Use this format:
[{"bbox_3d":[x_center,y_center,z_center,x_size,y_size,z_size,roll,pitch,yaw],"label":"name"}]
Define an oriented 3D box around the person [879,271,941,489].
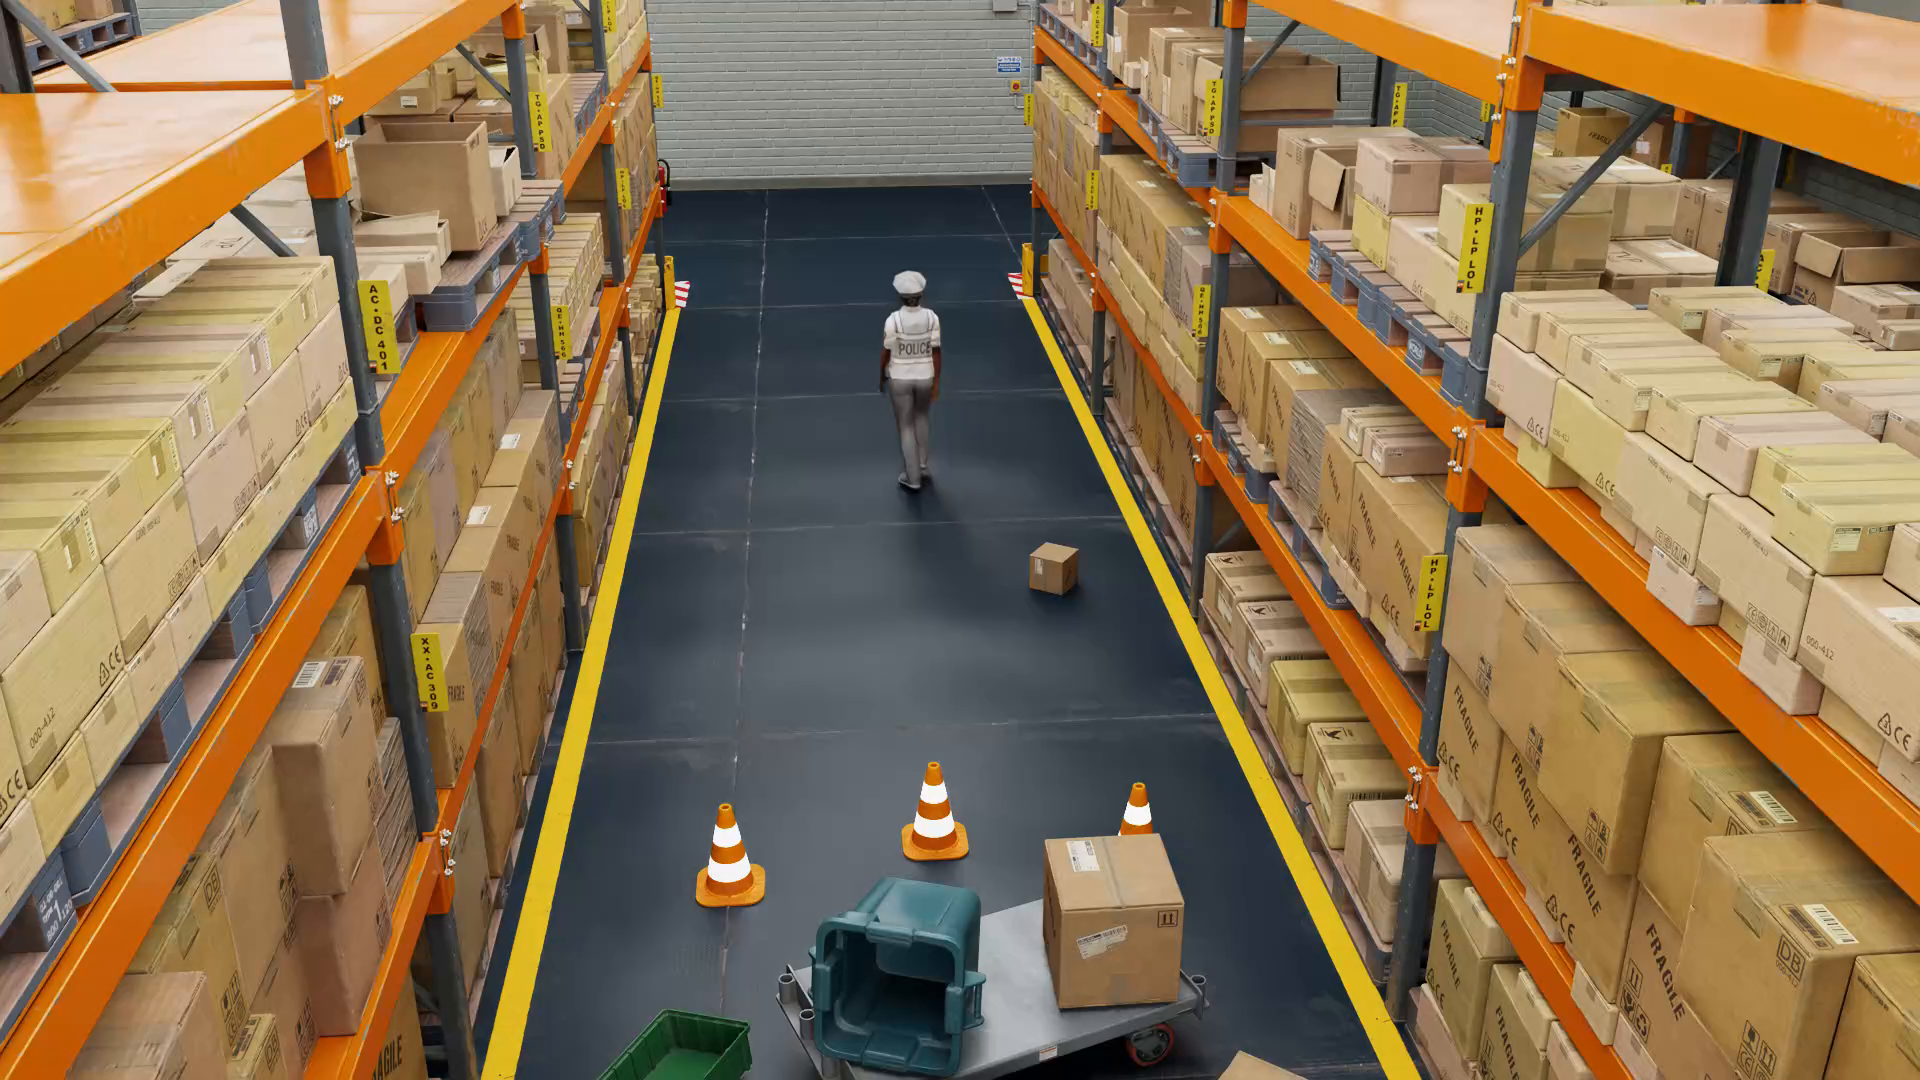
[{"bbox_3d":[-0.393,-1.216,12.857,0.442,1.762,0.538,-9,25,-19],"label":"person"}]
